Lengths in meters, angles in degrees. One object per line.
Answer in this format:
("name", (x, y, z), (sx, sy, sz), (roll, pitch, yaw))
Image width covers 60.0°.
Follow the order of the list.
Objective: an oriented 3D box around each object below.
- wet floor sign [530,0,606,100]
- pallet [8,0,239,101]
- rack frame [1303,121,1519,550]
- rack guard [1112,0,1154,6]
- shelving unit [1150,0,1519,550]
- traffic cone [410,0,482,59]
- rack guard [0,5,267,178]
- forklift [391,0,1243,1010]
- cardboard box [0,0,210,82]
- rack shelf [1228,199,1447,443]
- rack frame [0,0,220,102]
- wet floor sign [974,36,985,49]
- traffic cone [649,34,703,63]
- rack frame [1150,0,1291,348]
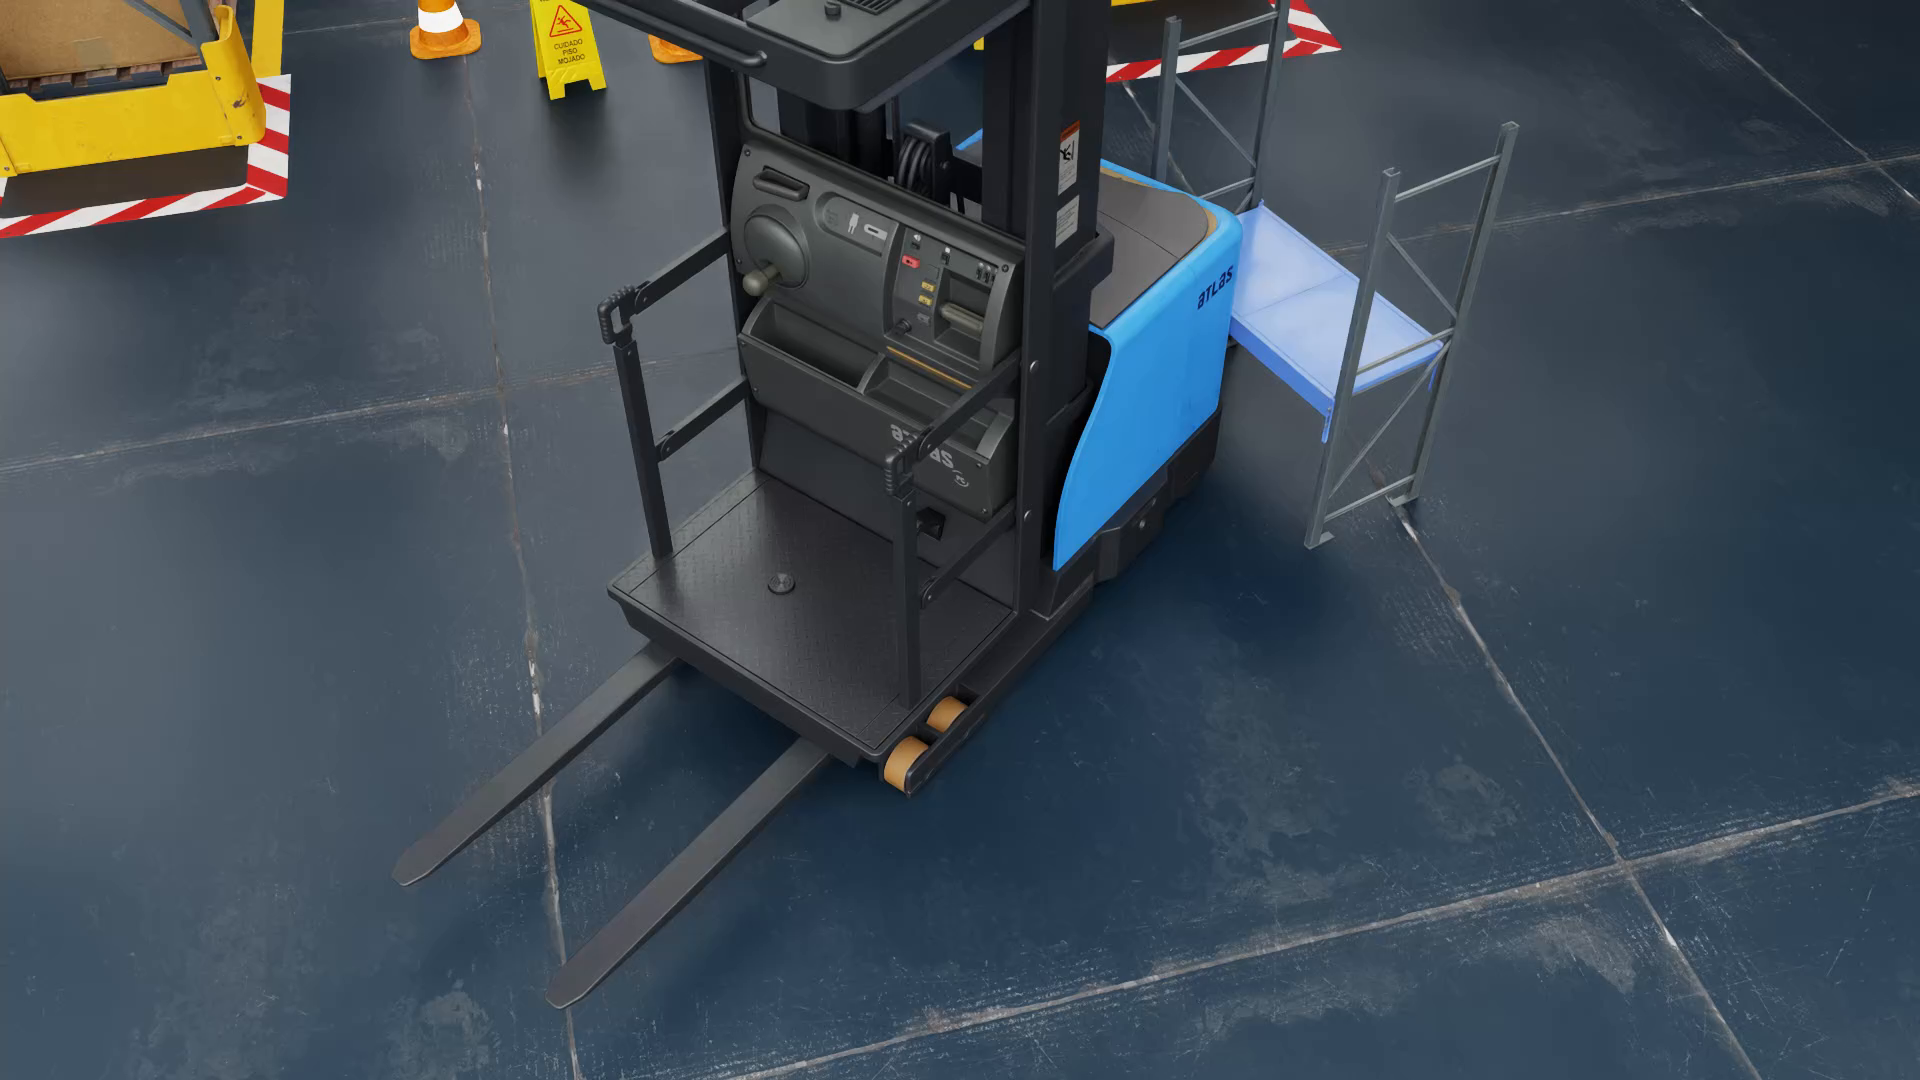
("wet floor sign", (-1.836, -2.393, 7.643), (0.267, 0.644, 0.232), (-18, 48, -17))
("pallet", (-4.037, -2.436, 7.990), (1.003, 0.211, 1.213), (-11, 47, -10))
("rack frame", (1.405, -0.593, 5.281), (0.500, 1.500, 0.032), (-24, 50, -22))
("rack guard", (0.983, -3.027, 8.367), (1.175, 0.500, 0.348), (-11, 47, -10))
("shelving unit", (1.138, -0.902, 5.584), (0.538, 1.500, 1.048), (-24, 50, -22))
("traffic cone", (-2.520, -2.613, 7.987), (0.336, 0.463, 0.334), (-11, 47, -10))
("rack guard", (-3.751, -1.983, 7.344), (1.175, 0.500, 0.348), (-11, 47, -10))
("forklift", (-0.377, -0.671, 4.355), (1.130, 2.935, 3.031), (28, 52, 25))
("cardboard box", (-3.995, -2.734, 7.523), (0.875, 0.875, 0.875), (-10, 47, -10))
("rack shelf", (1.138, -0.776, 5.712), (0.538, 0.185, 1.000), (-24, 50, -22))
("rack frame", (-3.757, -2.875, 6.467), (1.000, 3.000, 0.127), (-11, 47, -10))
("wet floor sign", (0.016, -2.699, 7.943), (0.267, 0.644, 0.232), (4, 46, 4))
("traffic cone", (-1.341, -2.585, 7.959), (0.336, 0.463, 0.334), (-11, 47, -10))
("rack frame", (0.871, -1.211, 5.887), (0.500, 1.500, 0.032), (-24, 50, -22))
